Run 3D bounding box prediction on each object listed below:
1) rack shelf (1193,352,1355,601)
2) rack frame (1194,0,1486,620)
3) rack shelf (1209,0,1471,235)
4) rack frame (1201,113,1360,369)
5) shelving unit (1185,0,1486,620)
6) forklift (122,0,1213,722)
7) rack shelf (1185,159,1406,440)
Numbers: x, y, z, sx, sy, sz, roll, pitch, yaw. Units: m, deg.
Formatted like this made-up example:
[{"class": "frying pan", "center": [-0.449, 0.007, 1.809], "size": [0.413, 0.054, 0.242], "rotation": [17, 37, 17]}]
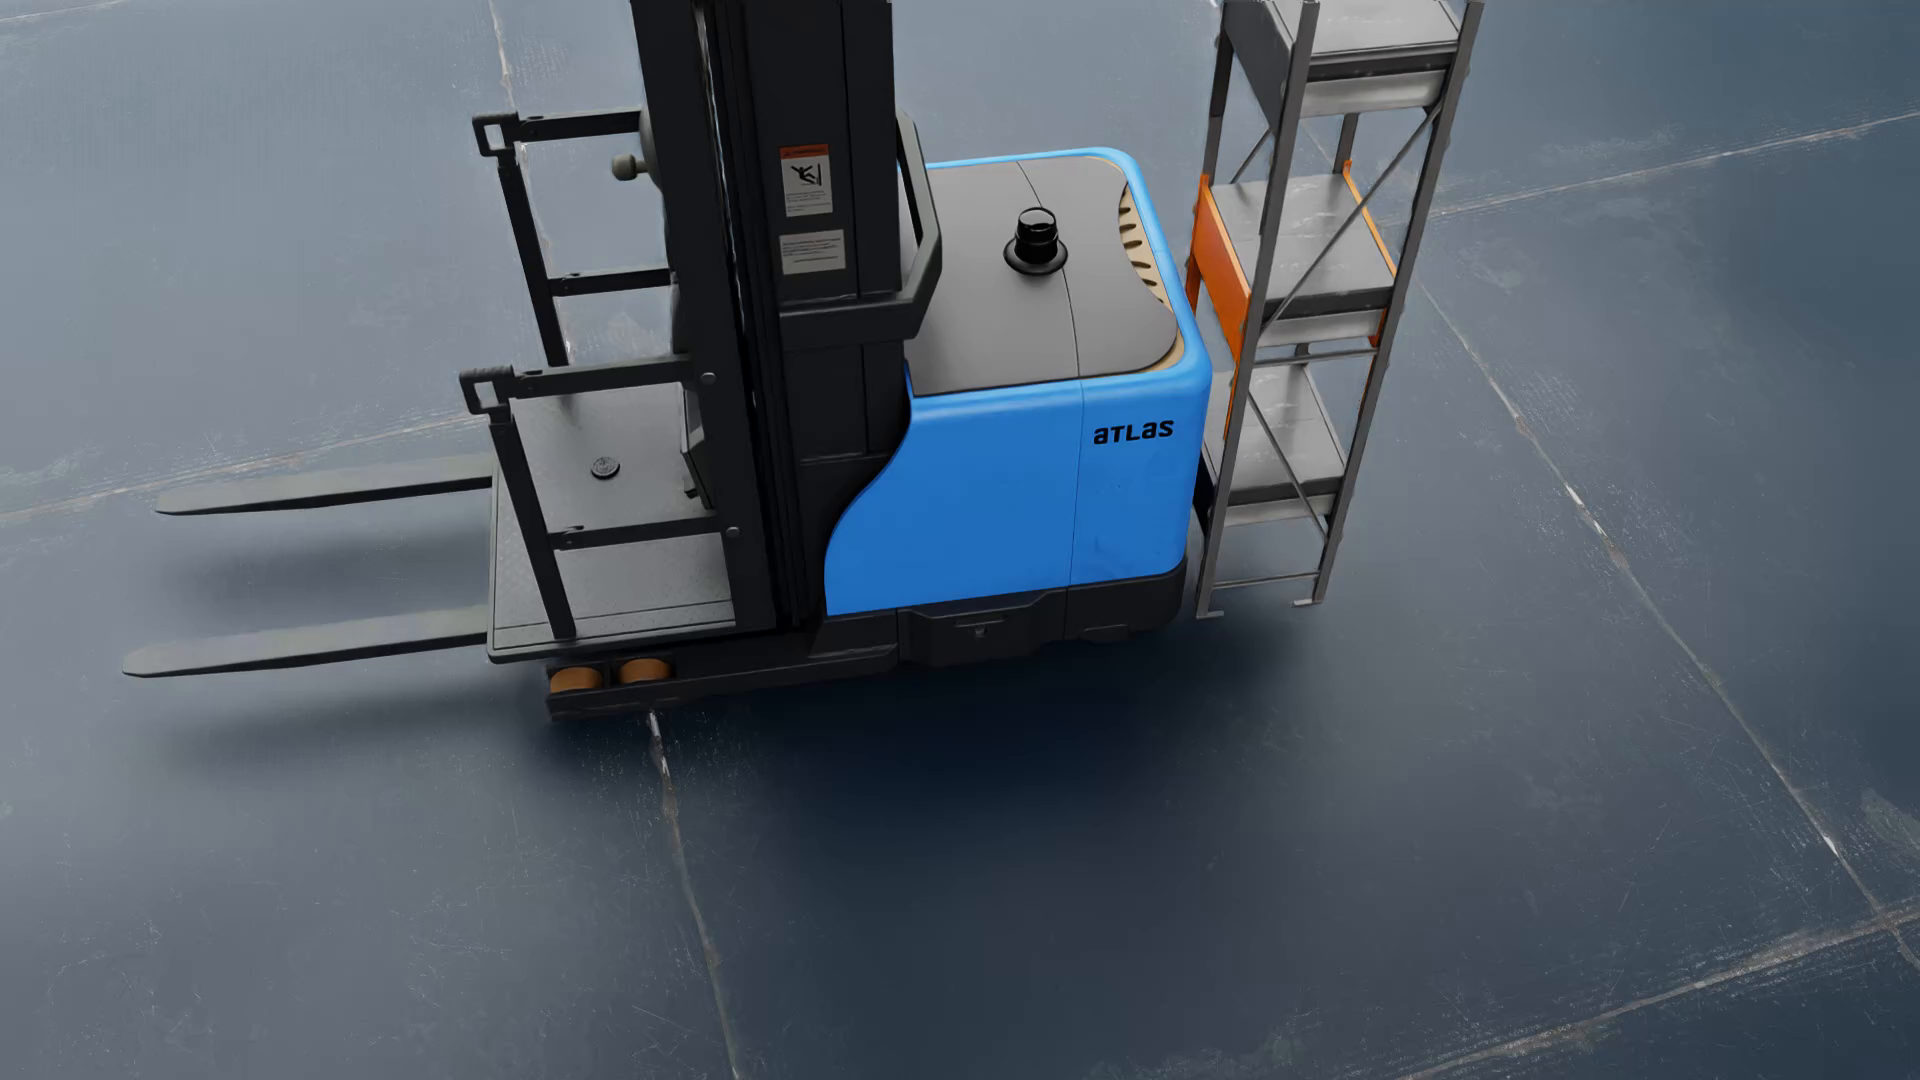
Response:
[{"class": "rack shelf", "center": [0.872, -0.188, 4.969], "size": [0.431, 0.518, 0.480], "rotation": [-7, 50, -6]}, {"class": "rack frame", "center": [0.911, -0.464, 4.268], "size": [0.400, 2.100, 0.015], "rotation": [-7, 50, -6]}, {"class": "rack shelf", "center": [0.872, -1.091, 3.898], "size": [0.431, 0.518, 0.480], "rotation": [-7, 50, -6]}, {"class": "rack frame", "center": [0.834, -0.833, 4.579], "size": [0.400, 2.100, 0.015], "rotation": [-7, 50, -6]}, {"class": "shelving unit", "center": [0.872, -0.648, 4.423], "size": [0.431, 2.100, 0.503], "rotation": [-7, 50, -6]}, {"class": "forklift", "center": [-0.900, -0.862, 4.060], "size": [3.031, 2.935, 1.130], "rotation": [-7, 50, -6]}, {"class": "rack shelf", "center": [0.872, -0.640, 4.434], "size": [0.431, 0.518, 0.480], "rotation": [-7, 50, -6]}]
